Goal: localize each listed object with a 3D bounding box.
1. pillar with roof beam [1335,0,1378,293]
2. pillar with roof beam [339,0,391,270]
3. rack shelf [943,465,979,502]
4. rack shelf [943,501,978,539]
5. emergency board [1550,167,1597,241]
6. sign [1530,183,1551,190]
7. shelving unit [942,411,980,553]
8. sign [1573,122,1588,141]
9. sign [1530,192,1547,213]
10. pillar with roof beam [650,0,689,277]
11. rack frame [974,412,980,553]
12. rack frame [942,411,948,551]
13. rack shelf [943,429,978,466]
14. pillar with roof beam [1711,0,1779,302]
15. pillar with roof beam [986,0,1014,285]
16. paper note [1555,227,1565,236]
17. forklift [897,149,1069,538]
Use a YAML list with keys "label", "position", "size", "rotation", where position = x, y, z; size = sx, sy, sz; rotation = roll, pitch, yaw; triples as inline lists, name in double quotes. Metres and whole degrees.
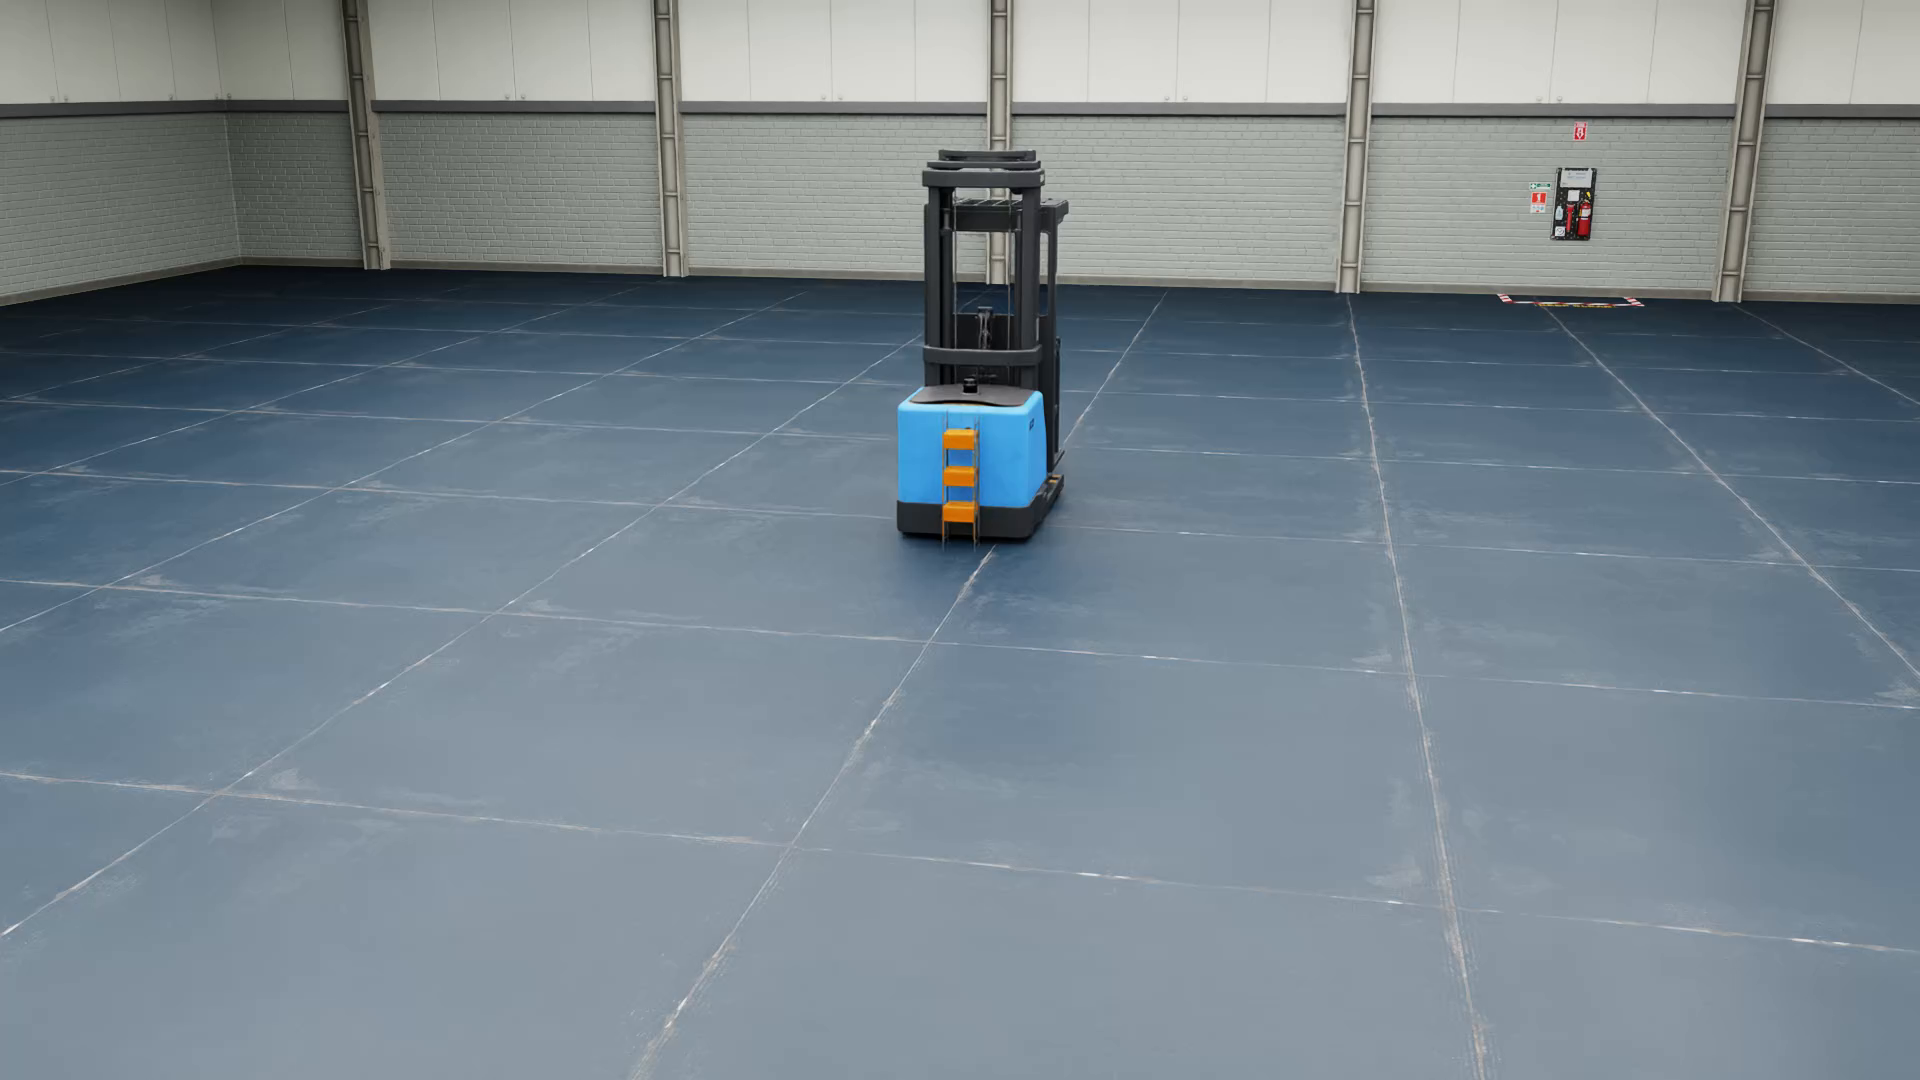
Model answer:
- label: "pillar with roof beam"
  position: [5.707, -7.416, 22.908]
  size: [0.400, 9.000, 9.100]
  rotation: [3, 16, 11]
- label: "pillar with roof beam"
  position: [-11.932, -8.374, 26.365]
  size: [0.400, 9.000, 9.100]
  rotation: [3, 16, 11]
- label: "rack shelf"
  position: [0.007, -0.431, 12.620]
  size: [0.240, 0.259, 0.215]
  rotation: [3, 16, 10]
- label: "rack shelf"
  position: [0.007, -0.163, 12.694]
  size: [0.240, 0.259, 0.215]
  rotation: [3, 16, 10]
- label: "emergency board"
  position: [10.030, -5.474, 27.133]
  size: [0.643, 1.169, 0.194]
  rotation: [3, 16, 11]
- label: "sign"
  position: [9.512, -5.800, 27.252]
  size: [0.331, 0.109, 0.001]
  rotation: [3, 16, 11]
- label: "shelving unit"
  position: [0.007, -0.441, 12.617]
  size: [0.252, 1.050, 0.215]
  rotation: [3, 16, 10]
- label: "sign"
  position: [10.042, -6.617, 26.919]
  size: [0.199, 0.298, 0.001]
  rotation: [3, 16, 11]
- label: "sign"
  position: [9.509, -5.547, 27.332]
  size: [0.234, 0.329, 0.001]
  rotation: [3, 16, 11]
- label: "pillar with roof beam"
  position: [-6.053, -8.055, 25.213]
  size: [0.400, 9.000, 9.100]
  rotation: [3, 16, 11]
- label: "rack frame"
  position: [0.127, -0.435, 12.596]
  size: [0.008, 1.050, 0.200]
  rotation: [3, 16, 10]
- label: "rack frame"
  position: [-0.113, -0.447, 12.638]
  size: [0.008, 1.050, 0.200]
  rotation: [3, 16, 10]
- label: "rack shelf"
  position: [0.007, -0.704, 12.544]
  size: [0.240, 0.259, 0.215]
  rotation: [3, 16, 10]
- label: "pillar with roof beam"
  position: [11.586, -7.097, 21.756]
  size: [0.400, 9.000, 9.100]
  rotation: [3, 16, 11]
- label: "pillar with roof beam"
  position: [-0.173, -7.735, 24.060]
  size: [0.400, 9.000, 9.100]
  rotation: [3, 16, 11]
- label: "paper note"
  position: [9.871, -5.077, 27.350]
  size: [0.142, 0.148, 0.016]
  rotation: [3, 16, 11]
- label: "forklift"
  position: [0.296, -1.777, 13.917]
  size: [1.130, 2.935, 3.031]
  rotation: [3, 16, 11]
